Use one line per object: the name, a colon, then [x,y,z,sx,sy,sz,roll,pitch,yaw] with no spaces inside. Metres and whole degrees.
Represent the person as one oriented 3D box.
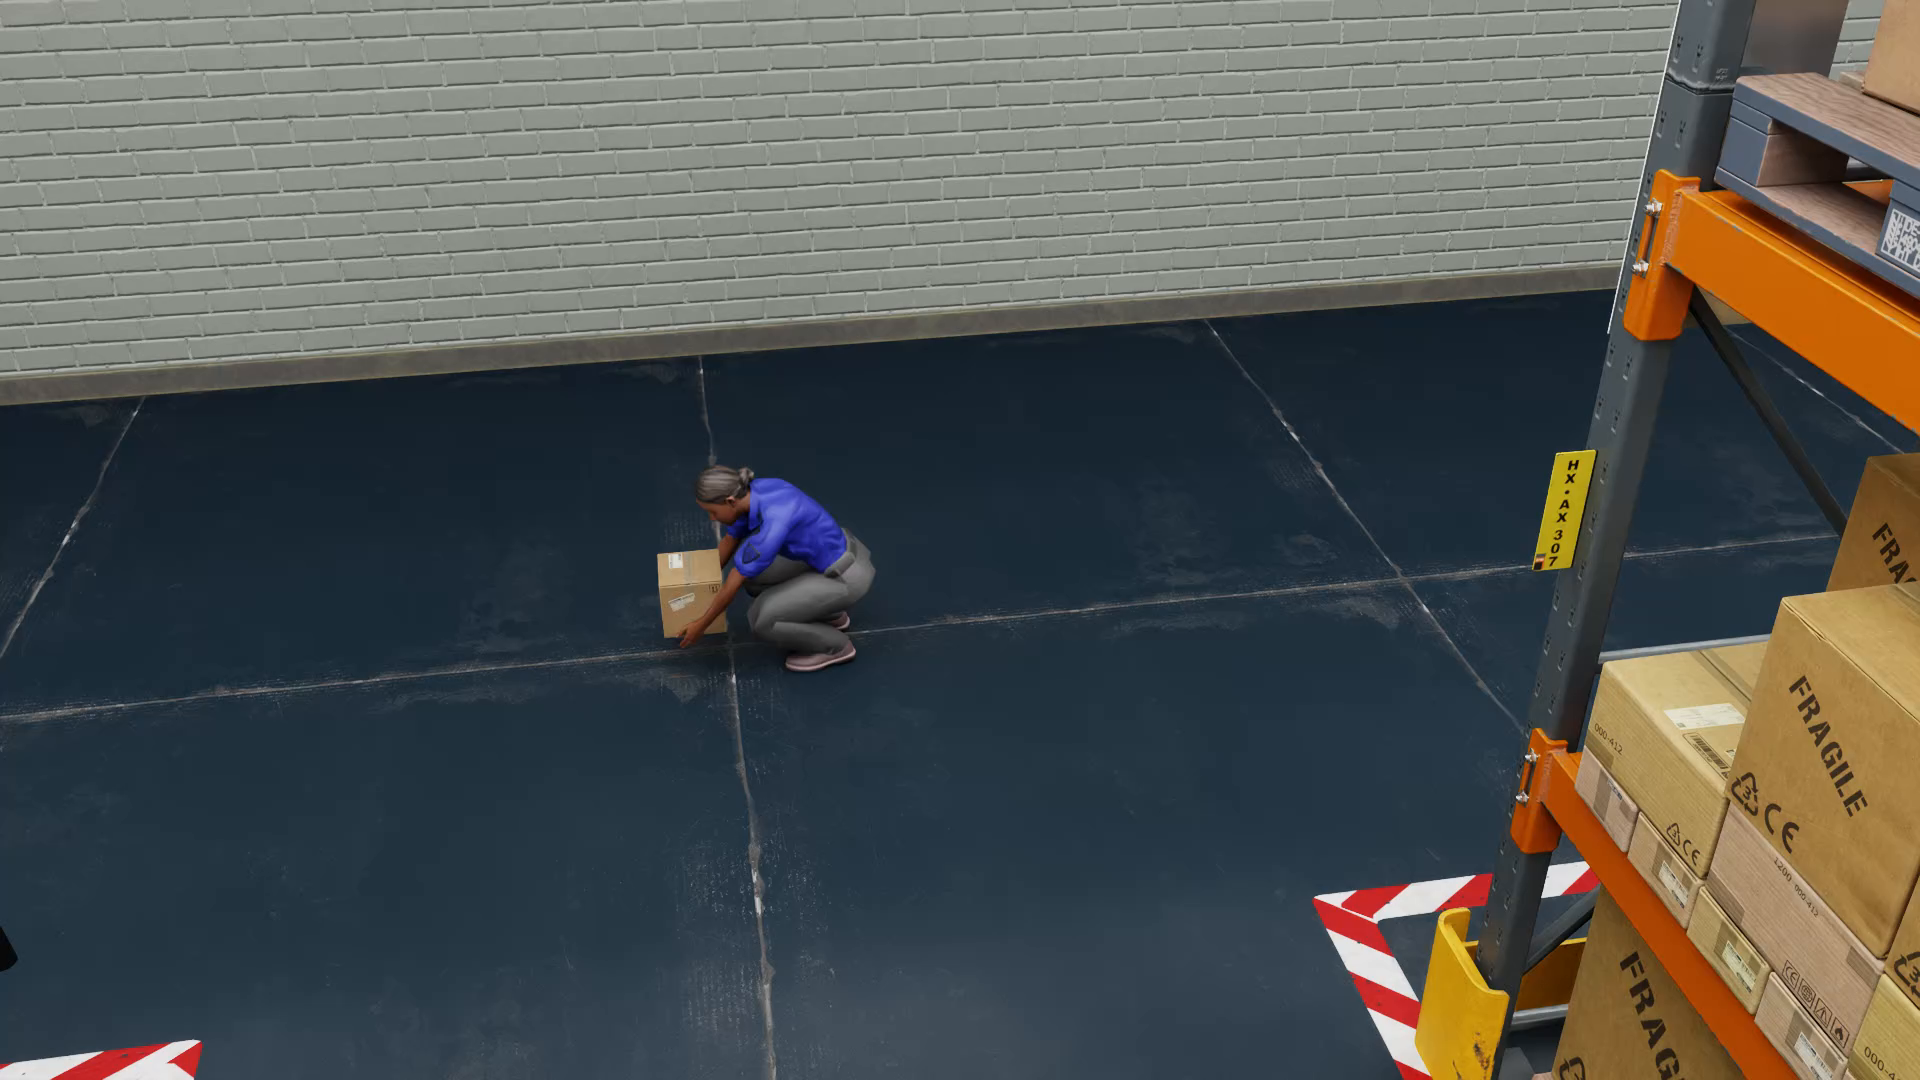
person: [-0.760,0.071,6.746,0.825,0.928,0.488,-6,31,-9]
